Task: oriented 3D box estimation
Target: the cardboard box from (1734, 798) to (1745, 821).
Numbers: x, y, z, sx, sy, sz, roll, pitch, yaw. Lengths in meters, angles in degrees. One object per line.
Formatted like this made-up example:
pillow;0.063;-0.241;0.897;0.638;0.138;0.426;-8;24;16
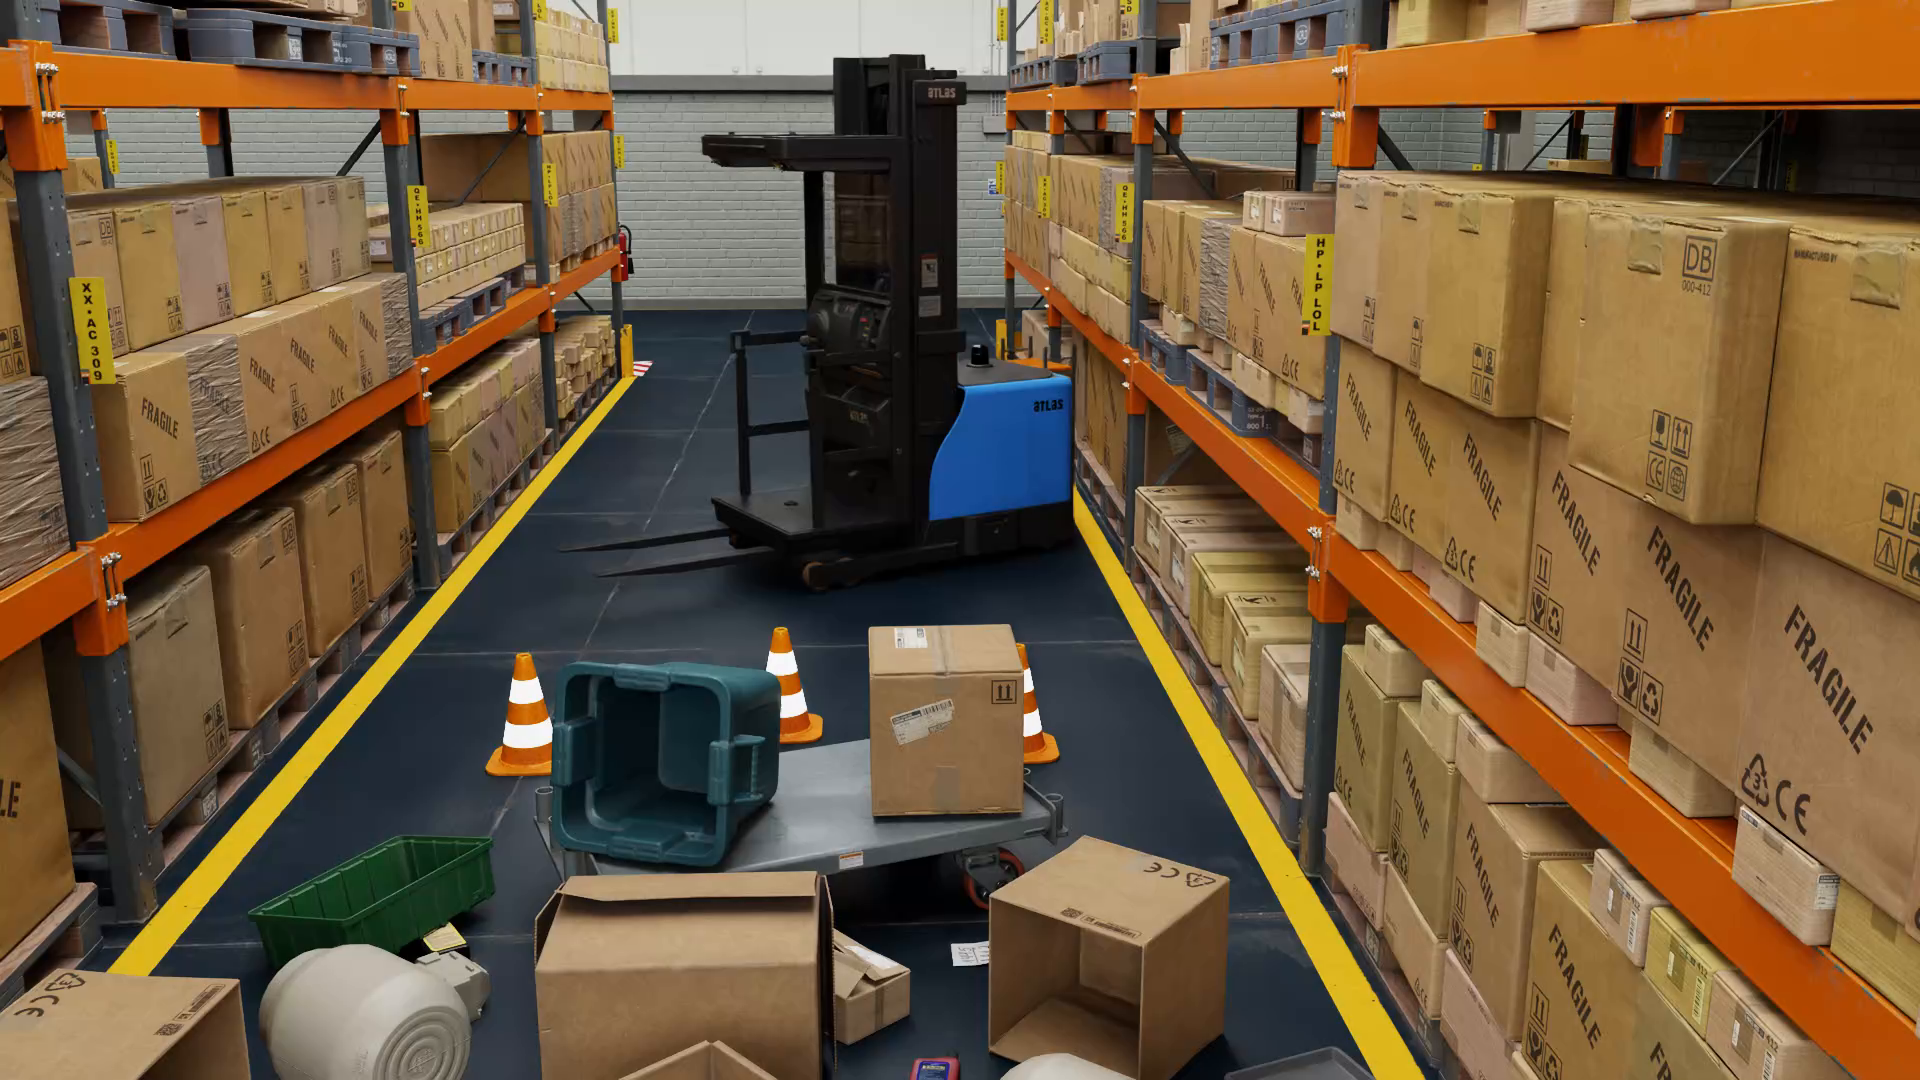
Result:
cardboard box;1.688;0.496;3.083;0.380;0.149;0.250;-1;14;-3

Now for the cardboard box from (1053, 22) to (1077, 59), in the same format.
cardboard box;0.905;-3.727;12.398;0.396;0.266;0.258;-1;14;-4

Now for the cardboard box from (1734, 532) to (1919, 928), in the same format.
cardboard box;1.632;0.271;2.656;0.500;0.500;0.500;-1;14;-3

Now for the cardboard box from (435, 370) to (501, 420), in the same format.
cardboard box;-3.313;-0.950;10.867;0.500;0.250;0.500;-1;14;-3

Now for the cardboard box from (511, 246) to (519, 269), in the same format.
cardboard box;-3.472;-2.085;12.273;0.380;0.149;0.250;-1;14;-3

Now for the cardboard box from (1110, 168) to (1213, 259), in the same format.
cardboard box;1.178;-1.928;9.793;0.500;0.500;0.500;-1;14;-5

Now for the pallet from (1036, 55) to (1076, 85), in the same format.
pallet;1.183;-3.879;13.741;1.003;0.211;1.213;-1;14;-3

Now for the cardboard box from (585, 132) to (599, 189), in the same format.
cardboard box;-3.609;-3.470;15.190;0.500;0.500;0.500;0;14;-1

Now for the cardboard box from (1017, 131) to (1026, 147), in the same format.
cardboard box;0.745;-3.819;15.840;0.380;0.149;0.250;-1;14;-5

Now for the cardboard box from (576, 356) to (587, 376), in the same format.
cardboard box;-3.530;-1.547;14.801;0.380;0.149;0.250;-1;14;-4

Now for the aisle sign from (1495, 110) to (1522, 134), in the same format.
aisle sign;5.632;-4.609;17.204;0.394;0.787;0.004;-1;14;-3

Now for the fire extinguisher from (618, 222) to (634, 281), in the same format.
fire extinguisher;-3.514;-3.011;17.111;0.296;0.674;0.183;-1;14;-3

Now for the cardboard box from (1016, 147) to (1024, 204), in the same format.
cardboard box;0.800;-3.413;15.564;0.500;0.500;0.500;-1;14;-4

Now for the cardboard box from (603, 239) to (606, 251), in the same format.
cardboard box;-3.678;-2.898;16.274;0.380;0.149;0.250;-1;14;-4

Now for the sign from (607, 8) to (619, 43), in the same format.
sign;-3.403;-5.044;16.314;0.100;0.325;0.005;-1;14;-3

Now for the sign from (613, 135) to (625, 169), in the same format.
sign;-3.403;-3.876;16.614;0.100;0.325;0.005;-1;14;-3

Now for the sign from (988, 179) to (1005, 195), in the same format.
sign;0.551;-4.808;22.650;0.327;0.218;0.001;-1;14;-3

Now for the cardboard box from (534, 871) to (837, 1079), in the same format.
cardboard box;-0.735;1.232;4.456;0.797;0.637;0.503;-1;14;-3

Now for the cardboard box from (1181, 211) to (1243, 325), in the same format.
cardboard box;1.347;-1.290;7.879;0.500;0.500;0.500;-1;14;-2

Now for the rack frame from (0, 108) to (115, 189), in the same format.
rack frame;-8.915;-3.107;16.584;1.000;3.000;0.127;-1;14;-3

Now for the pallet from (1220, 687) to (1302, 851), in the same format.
pallet;1.669;0.881;6.679;1.003;0.211;1.213;-1;14;-3

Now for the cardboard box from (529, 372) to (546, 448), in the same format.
cardboard box;-3.414;-0.977;12.476;0.500;0.500;0.500;-1;14;-5

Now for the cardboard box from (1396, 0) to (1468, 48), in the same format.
cardboard box;1.451;-1.460;4.664;0.380;0.149;0.250;-1;14;-3

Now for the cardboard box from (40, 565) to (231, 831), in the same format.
cardboard box;-3.343;0.559;6.007;1.050;0.750;0.750;-1;14;-4

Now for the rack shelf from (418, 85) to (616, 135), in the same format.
rack shelf;-3.835;-3.766;14.566;1.077;0.370;4.000;-1;14;-3

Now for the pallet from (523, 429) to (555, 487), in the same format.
pallet;-3.661;-0.620;12.512;1.003;0.211;1.213;-1;14;-3

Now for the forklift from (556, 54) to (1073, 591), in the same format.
forklift;-0.828;-1.280;9.618;3.031;2.935;1.130;-9;17;-30

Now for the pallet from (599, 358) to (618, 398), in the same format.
pallet;-3.939;-1.587;16.270;1.003;0.211;1.213;-1;14;-3

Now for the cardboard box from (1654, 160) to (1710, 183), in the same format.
cardboard box;6.351;-3.152;14.957;0.500;0.500;0.500;-1;14;-5

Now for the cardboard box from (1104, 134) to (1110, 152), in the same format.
cardboard box;1.373;-3.321;13.906;0.380;0.149;0.250;-1;14;-4

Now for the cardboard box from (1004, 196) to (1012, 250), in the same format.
cardboard box;0.719;-3.185;16.685;0.500;0.500;0.500;-1;14;-4

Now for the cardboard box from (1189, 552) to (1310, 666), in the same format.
cardboard box;1.591;0.311;7.728;0.950;0.372;0.625;0;14;-2

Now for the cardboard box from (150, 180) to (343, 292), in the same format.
cardboard box;-3.412;-1.464;7.991;0.700;0.500;0.500;-1;14;-4

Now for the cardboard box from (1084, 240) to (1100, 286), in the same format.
cardboard box;1.100;-1.811;10.844;0.500;0.250;0.500;-1;14;-5

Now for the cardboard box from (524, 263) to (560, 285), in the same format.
cardboard box;-3.402;-2.118;13.242;0.380;0.149;0.250;0;14;-1

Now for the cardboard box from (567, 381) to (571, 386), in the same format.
cardboard box;-3.562;-1.272;14.328;0.380;0.149;0.250;-1;14;-5

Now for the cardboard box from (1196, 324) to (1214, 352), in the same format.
cardboard box;1.350;-1.002;8.061;0.380;0.149;0.250;0;14;0

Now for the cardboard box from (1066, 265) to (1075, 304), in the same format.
cardboard box;1.037;-1.823;11.893;0.500;0.250;0.500;-1;14;-4

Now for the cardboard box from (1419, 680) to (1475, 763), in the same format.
cardboard box;1.468;0.486;4.488;0.380;0.149;0.250;0;14;-1

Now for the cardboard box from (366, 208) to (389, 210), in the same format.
cardboard box;-4.109;-2.296;11.897;0.380;0.149;0.250;-1;14;-3

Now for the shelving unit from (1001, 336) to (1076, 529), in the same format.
shelving unit;0.501;-0.692;10.808;0.258;1.200;0.503;-9;17;-31

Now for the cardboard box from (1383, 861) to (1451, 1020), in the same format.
cardboard box;1.530;1.136;4.768;0.500;0.250;0.500;0;14;0

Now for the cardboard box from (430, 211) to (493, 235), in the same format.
cardboard box;-3.431;-2.179;11.445;0.380;0.149;0.250;-1;14;-5

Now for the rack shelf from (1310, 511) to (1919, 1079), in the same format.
rack shelf;1.843;0.570;3.736;1.077;0.370;4.000;-1;14;-3

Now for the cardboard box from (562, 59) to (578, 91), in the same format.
cardboard box;-3.529;-3.918;14.014;0.500;0.250;0.500;0;14;-1

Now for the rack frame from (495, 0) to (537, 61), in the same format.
rack frame;-3.711;-5.069;12.170;1.000;3.000;0.127;-1;14;-3

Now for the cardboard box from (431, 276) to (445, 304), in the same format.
cardboard box;-3.323;-1.499;9.995;0.380;0.149;0.250;0;14;-1

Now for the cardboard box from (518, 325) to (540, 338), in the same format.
cardboard box;-4.142;-1.942;15.740;0.380;0.149;0.250;-2;15;-6

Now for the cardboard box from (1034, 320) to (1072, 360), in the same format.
cardboard box;1.181;-1.833;15.929;0.875;0.438;0.875;0;14;-2

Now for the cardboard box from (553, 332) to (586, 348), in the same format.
cardboard box;-3.641;-1.818;15.255;0.380;0.149;0.250;-1;14;-5

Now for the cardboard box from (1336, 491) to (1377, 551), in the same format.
cardboard box;1.418;-0.071;5.287;0.380;0.149;0.250;-1;14;-4

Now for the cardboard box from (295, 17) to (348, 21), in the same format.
cardboard box;-3.206;-2.615;8.076;0.380;0.166;0.250;-1;14;-3

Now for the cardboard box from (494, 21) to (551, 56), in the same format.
cardboard box;-3.501;-3.910;12.980;0.500;0.250;0.500;0;14;-2

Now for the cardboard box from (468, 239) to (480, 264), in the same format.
cardboard box;-3.394;-1.906;10.977;0.380;0.149;0.250;0;14;-1
